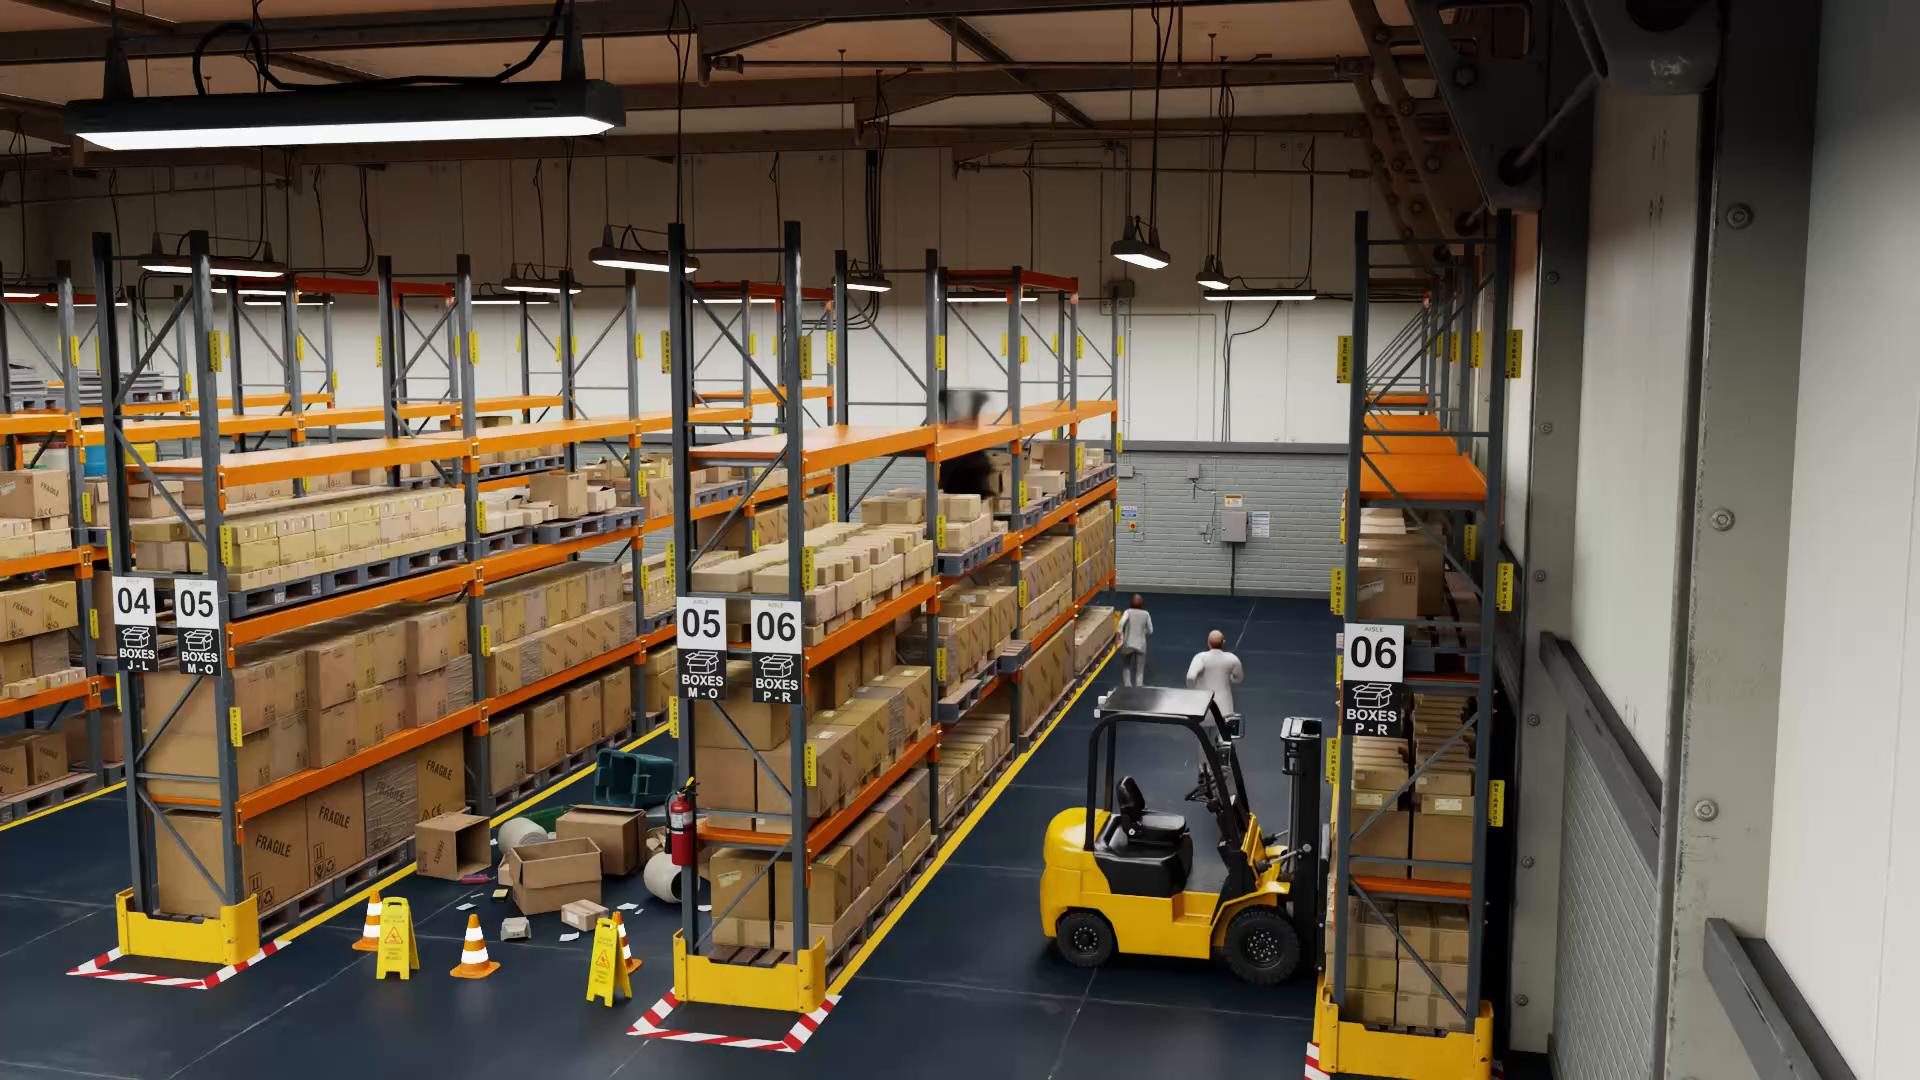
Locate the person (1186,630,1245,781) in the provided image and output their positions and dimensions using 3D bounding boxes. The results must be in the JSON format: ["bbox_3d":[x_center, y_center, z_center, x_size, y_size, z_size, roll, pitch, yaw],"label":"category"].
[{"bbox_3d":[2.955,1.914,19.316,0.695,1.739,1.063,0,7,3],"label":"person"}]

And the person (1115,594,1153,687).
[{"bbox_3d":[2.454,1.549,23.439,0.539,1.545,0.898,0,7,3],"label":"person"}]
